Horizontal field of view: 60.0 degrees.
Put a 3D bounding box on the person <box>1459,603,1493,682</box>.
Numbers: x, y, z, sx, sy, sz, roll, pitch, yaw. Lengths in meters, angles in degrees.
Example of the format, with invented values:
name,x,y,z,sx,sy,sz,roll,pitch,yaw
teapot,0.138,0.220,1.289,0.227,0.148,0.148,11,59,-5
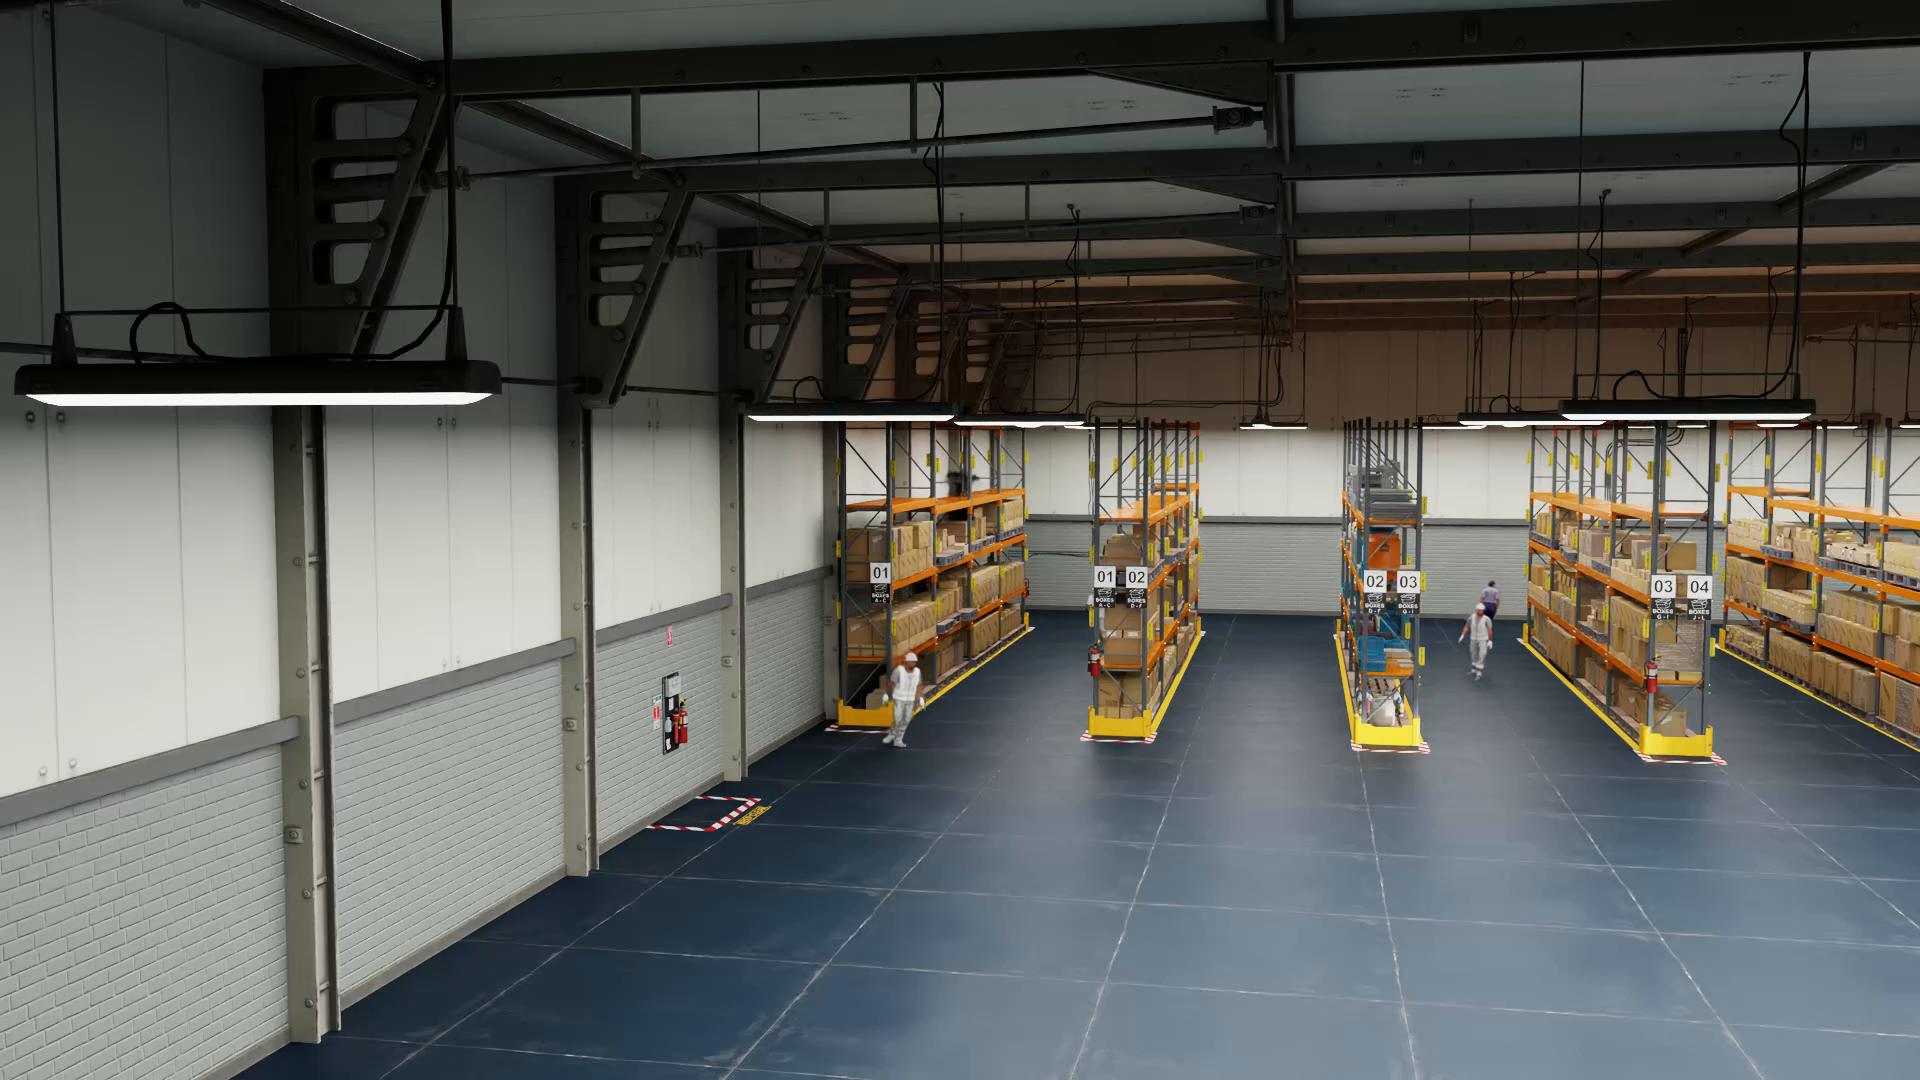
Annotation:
name,x,y,z,sx,sy,sz,roll,pitch,yaw
person,11.970,2.345,38.552,0.734,1.780,0.766,3,5,41

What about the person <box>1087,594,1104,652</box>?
name,x,y,z,sx,sy,sz,roll,pitch,yaw
person,3.655,2.028,43.453,0.677,1.812,0.826,1,4,18

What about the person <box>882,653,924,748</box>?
name,x,y,z,sx,sy,sz,roll,pitch,yaw
person,-1.021,2.900,30.141,0.697,1.741,0.602,-2,4,-29

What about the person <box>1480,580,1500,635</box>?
name,x,y,z,sx,sy,sz,roll,pitch,yaw
person,14.627,1.936,46.181,0.663,1.661,0.425,0,4,6
